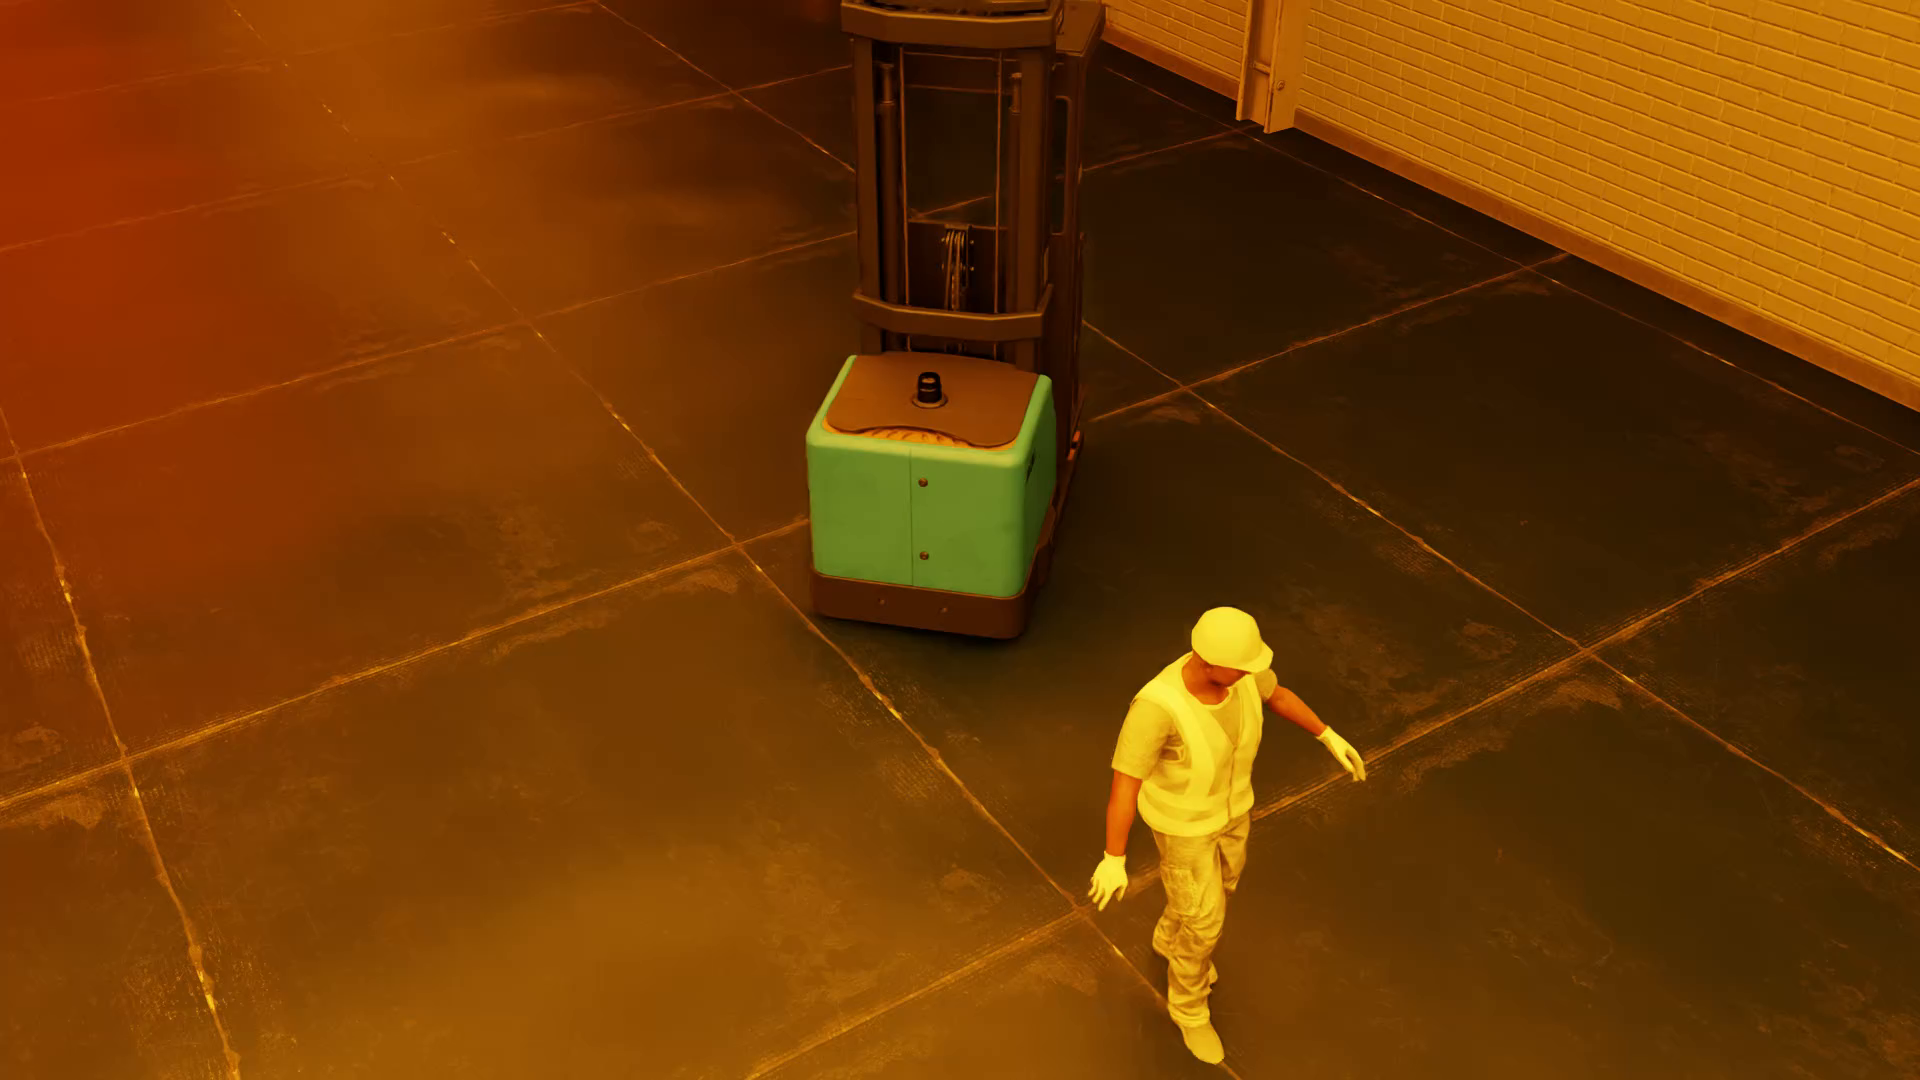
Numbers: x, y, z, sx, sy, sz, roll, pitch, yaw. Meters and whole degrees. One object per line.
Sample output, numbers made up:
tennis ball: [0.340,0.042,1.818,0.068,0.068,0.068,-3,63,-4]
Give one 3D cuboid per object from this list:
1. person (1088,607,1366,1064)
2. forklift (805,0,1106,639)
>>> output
person: [0.888,1.012,5.773,1.026,1.806,0.580,-26,43,-32]
forklift: [0.086,-1.571,8.384,1.130,2.935,3.031,7,36,10]
